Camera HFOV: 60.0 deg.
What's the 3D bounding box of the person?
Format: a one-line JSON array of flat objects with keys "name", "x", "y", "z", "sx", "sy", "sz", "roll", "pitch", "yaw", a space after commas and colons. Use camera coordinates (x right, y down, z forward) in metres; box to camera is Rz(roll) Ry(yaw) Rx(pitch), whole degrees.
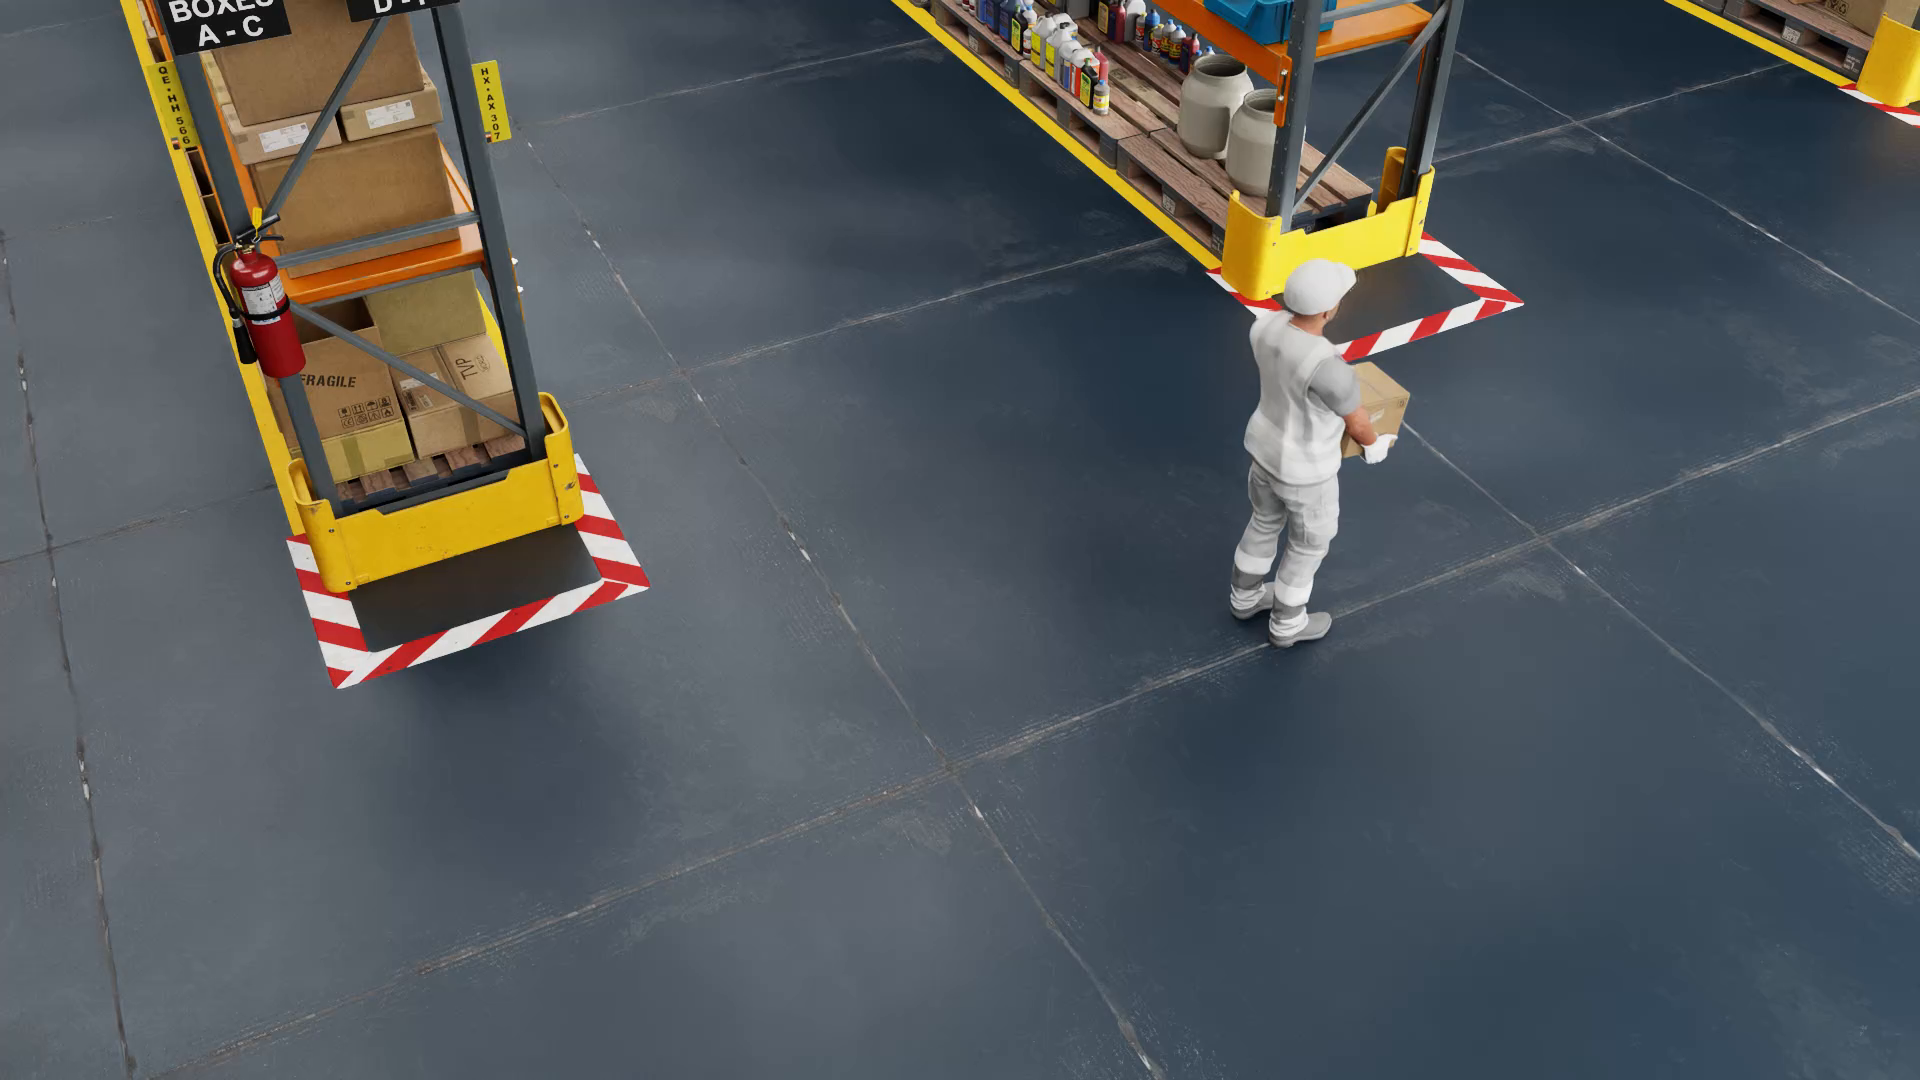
[{"name": "person", "x": 1.398, "y": -0.356, "z": 6.551, "sx": 0.559, "sy": 1.786, "sz": 0.495, "roll": -19, "pitch": 44, "yaw": -20}]
